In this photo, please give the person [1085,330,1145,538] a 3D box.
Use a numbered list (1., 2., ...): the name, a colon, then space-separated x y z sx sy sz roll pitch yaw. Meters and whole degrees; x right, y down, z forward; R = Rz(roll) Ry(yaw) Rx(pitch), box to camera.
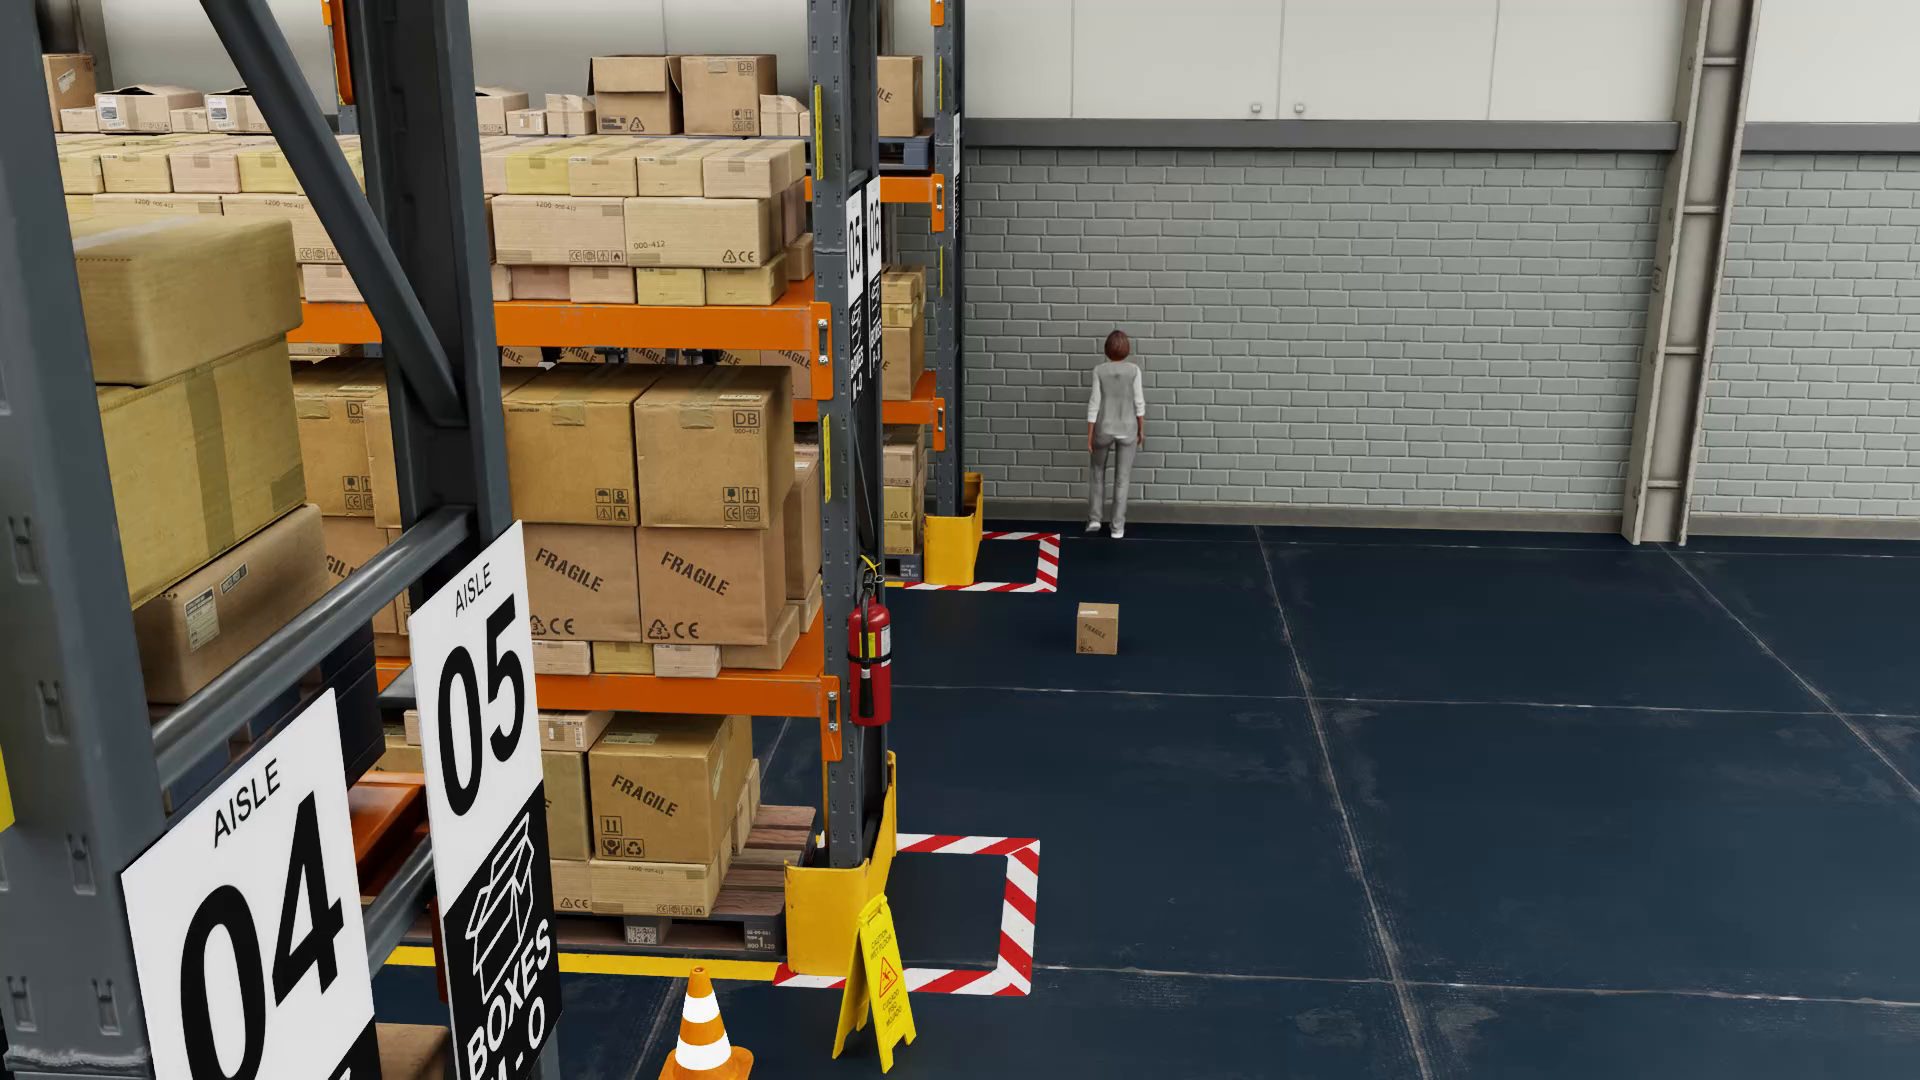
1. person: 1.174 -0.790 12.589 0.437 1.653 0.427 2 18 6
